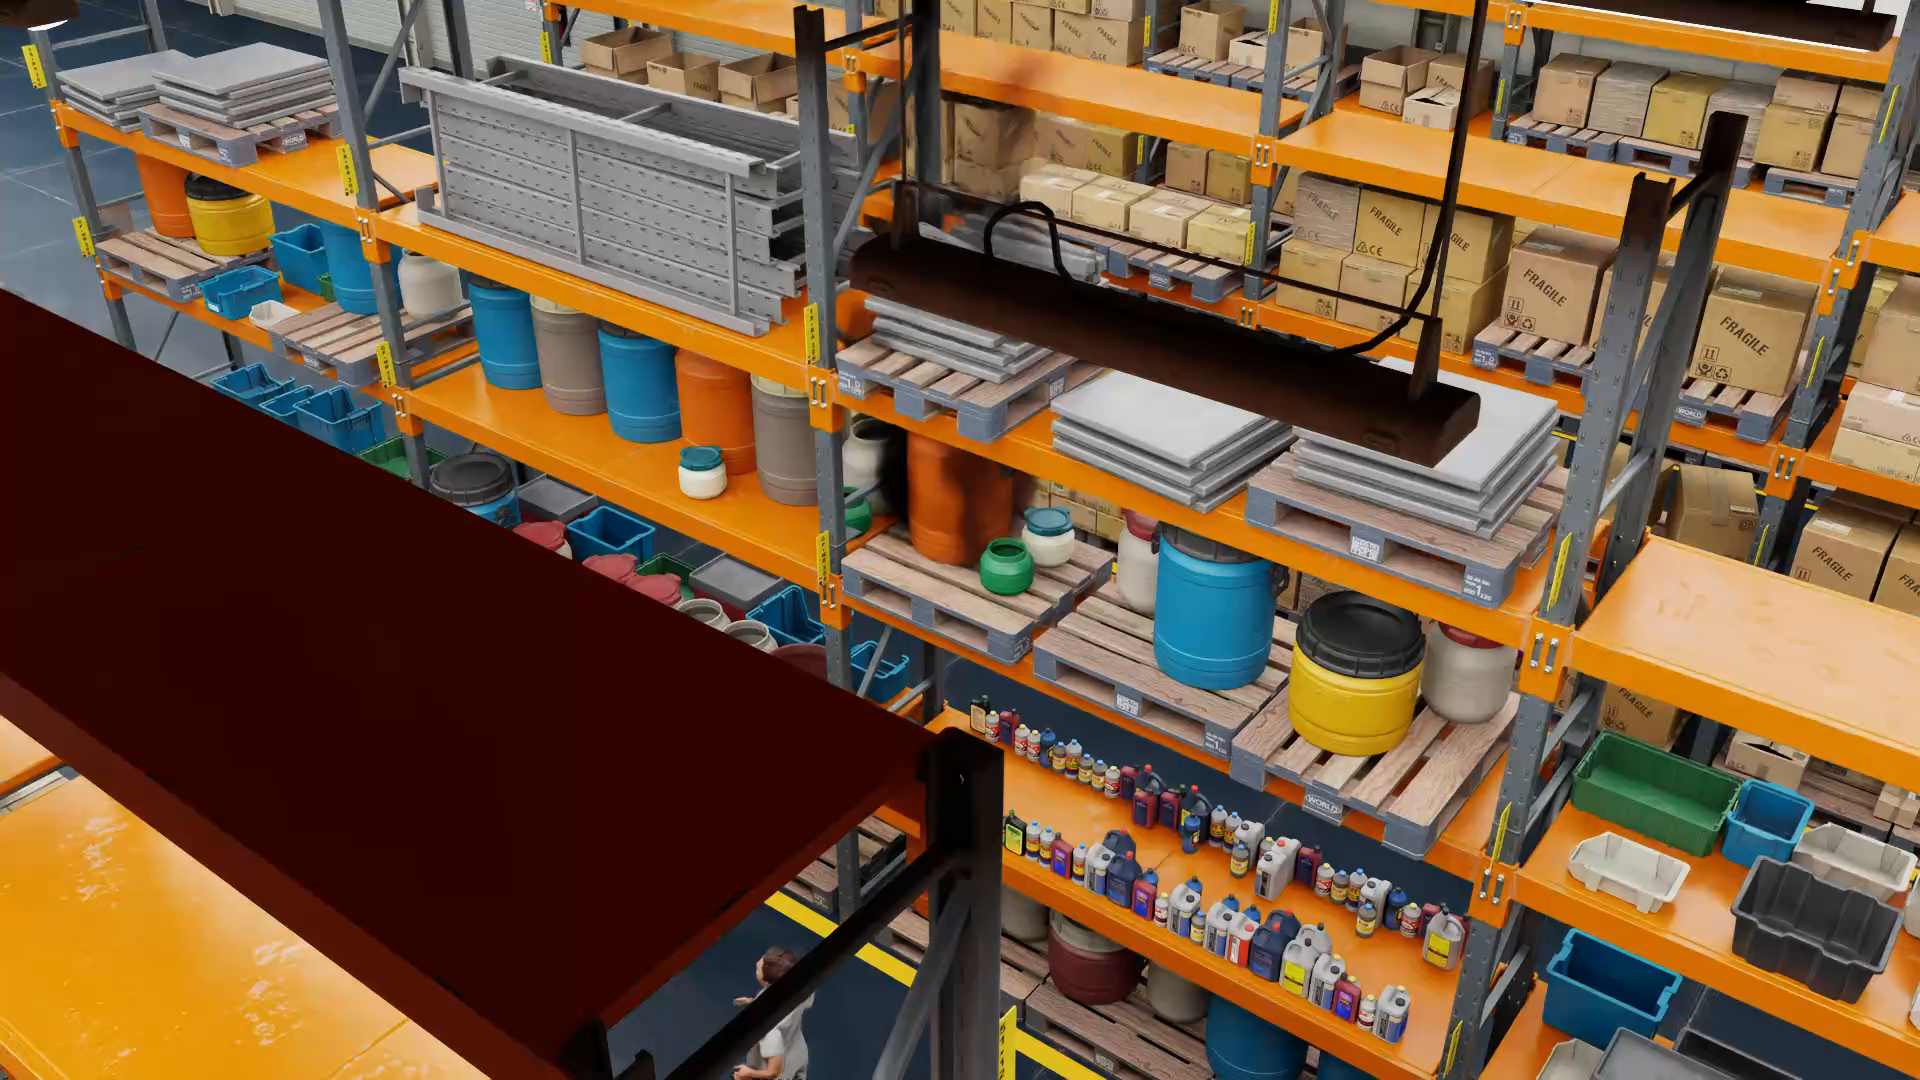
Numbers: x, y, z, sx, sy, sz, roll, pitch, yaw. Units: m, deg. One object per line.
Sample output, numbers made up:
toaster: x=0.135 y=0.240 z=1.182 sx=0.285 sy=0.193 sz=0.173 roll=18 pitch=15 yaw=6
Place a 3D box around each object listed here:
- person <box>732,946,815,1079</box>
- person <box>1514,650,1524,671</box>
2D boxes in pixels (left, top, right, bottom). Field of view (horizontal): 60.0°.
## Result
person: x=-0.950 y=2.737 z=8.652 sx=0.811 sy=1.657 sz=0.577 roll=16 pitch=35 yaw=25
person: x=3.368 y=1.199 z=11.150 sx=0.754 sy=1.876 sz=0.672 roll=13 pitch=34 yaw=20
